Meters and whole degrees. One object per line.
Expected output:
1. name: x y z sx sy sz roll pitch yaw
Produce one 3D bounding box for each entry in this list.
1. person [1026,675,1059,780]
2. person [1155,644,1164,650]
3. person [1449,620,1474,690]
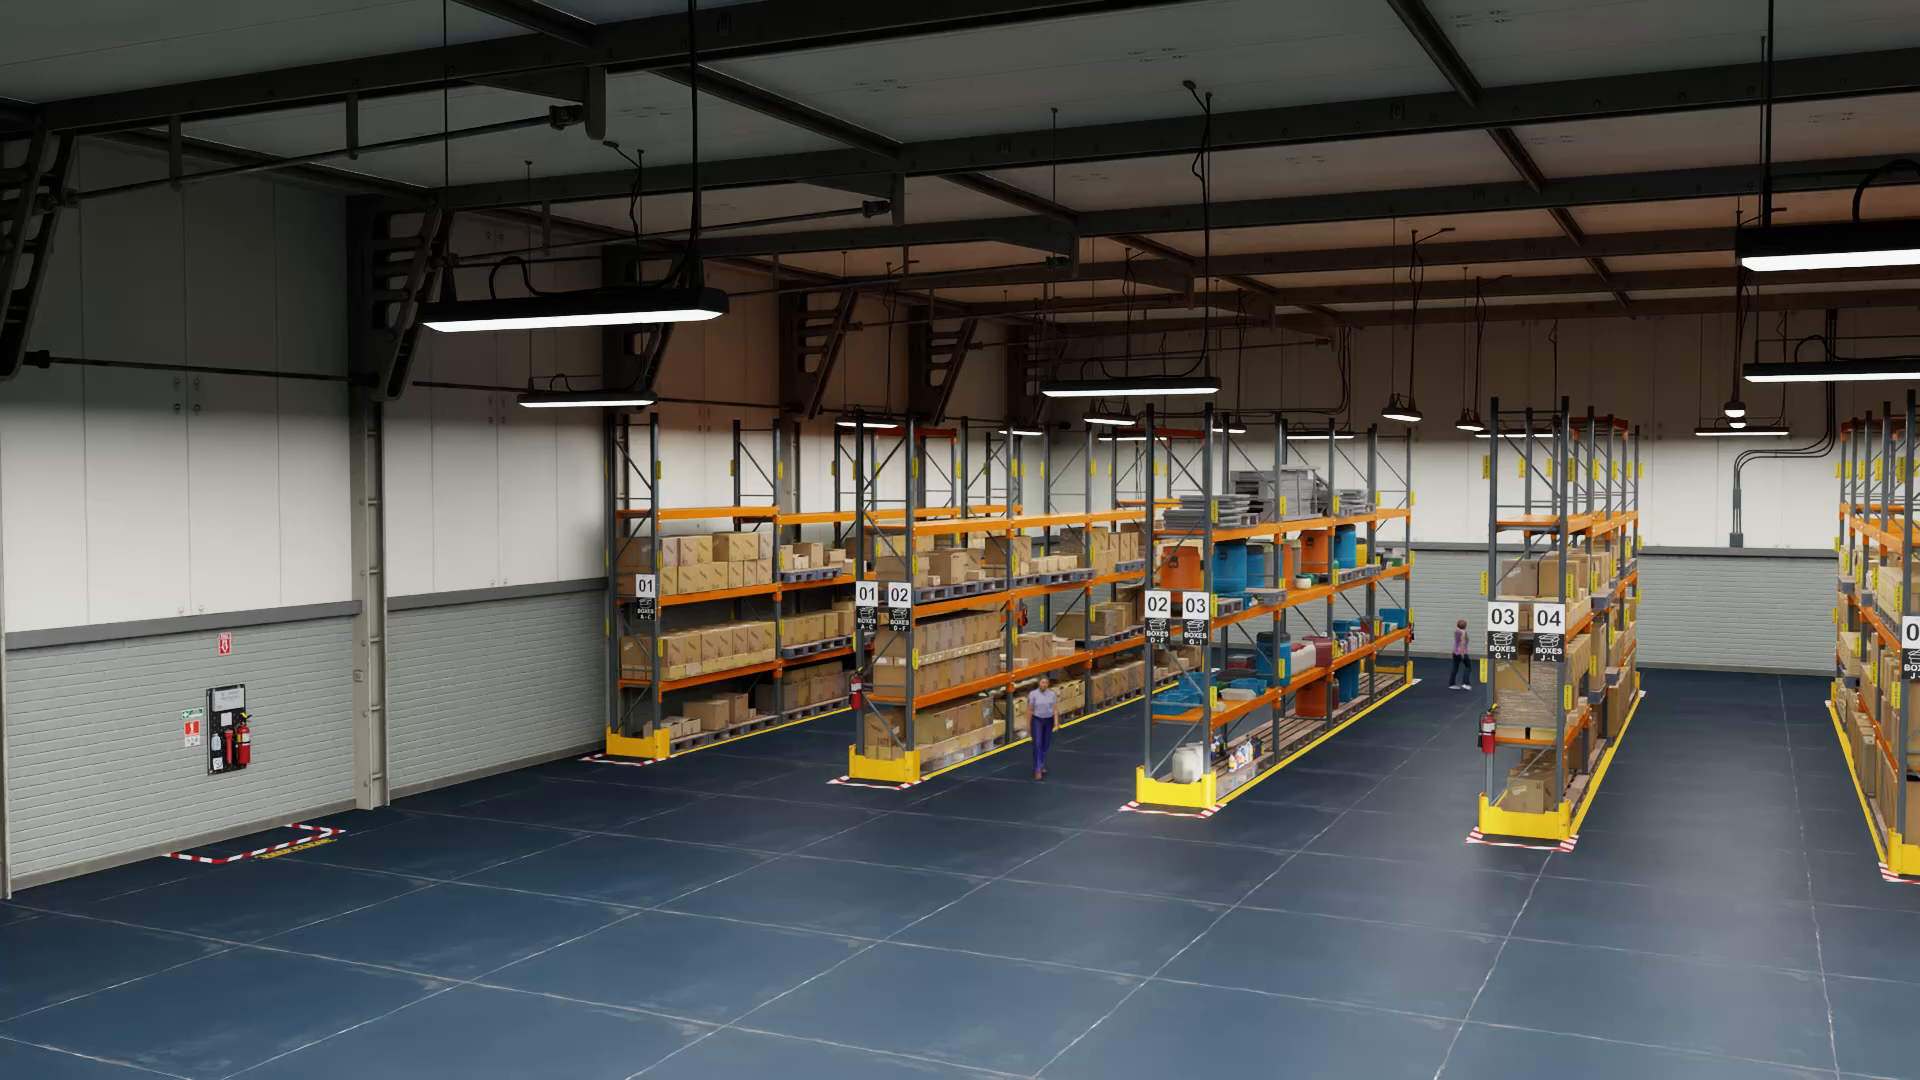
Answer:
1. person: 1.346 3.052 27.207 0.541 1.678 0.682 -1 3 -27
2. person: 5.411 2.230 44.670 0.524 1.747 0.780 -1 3 -26
3. person: 11.367 2.621 37.868 0.534 1.609 0.433 -1 3 -23
